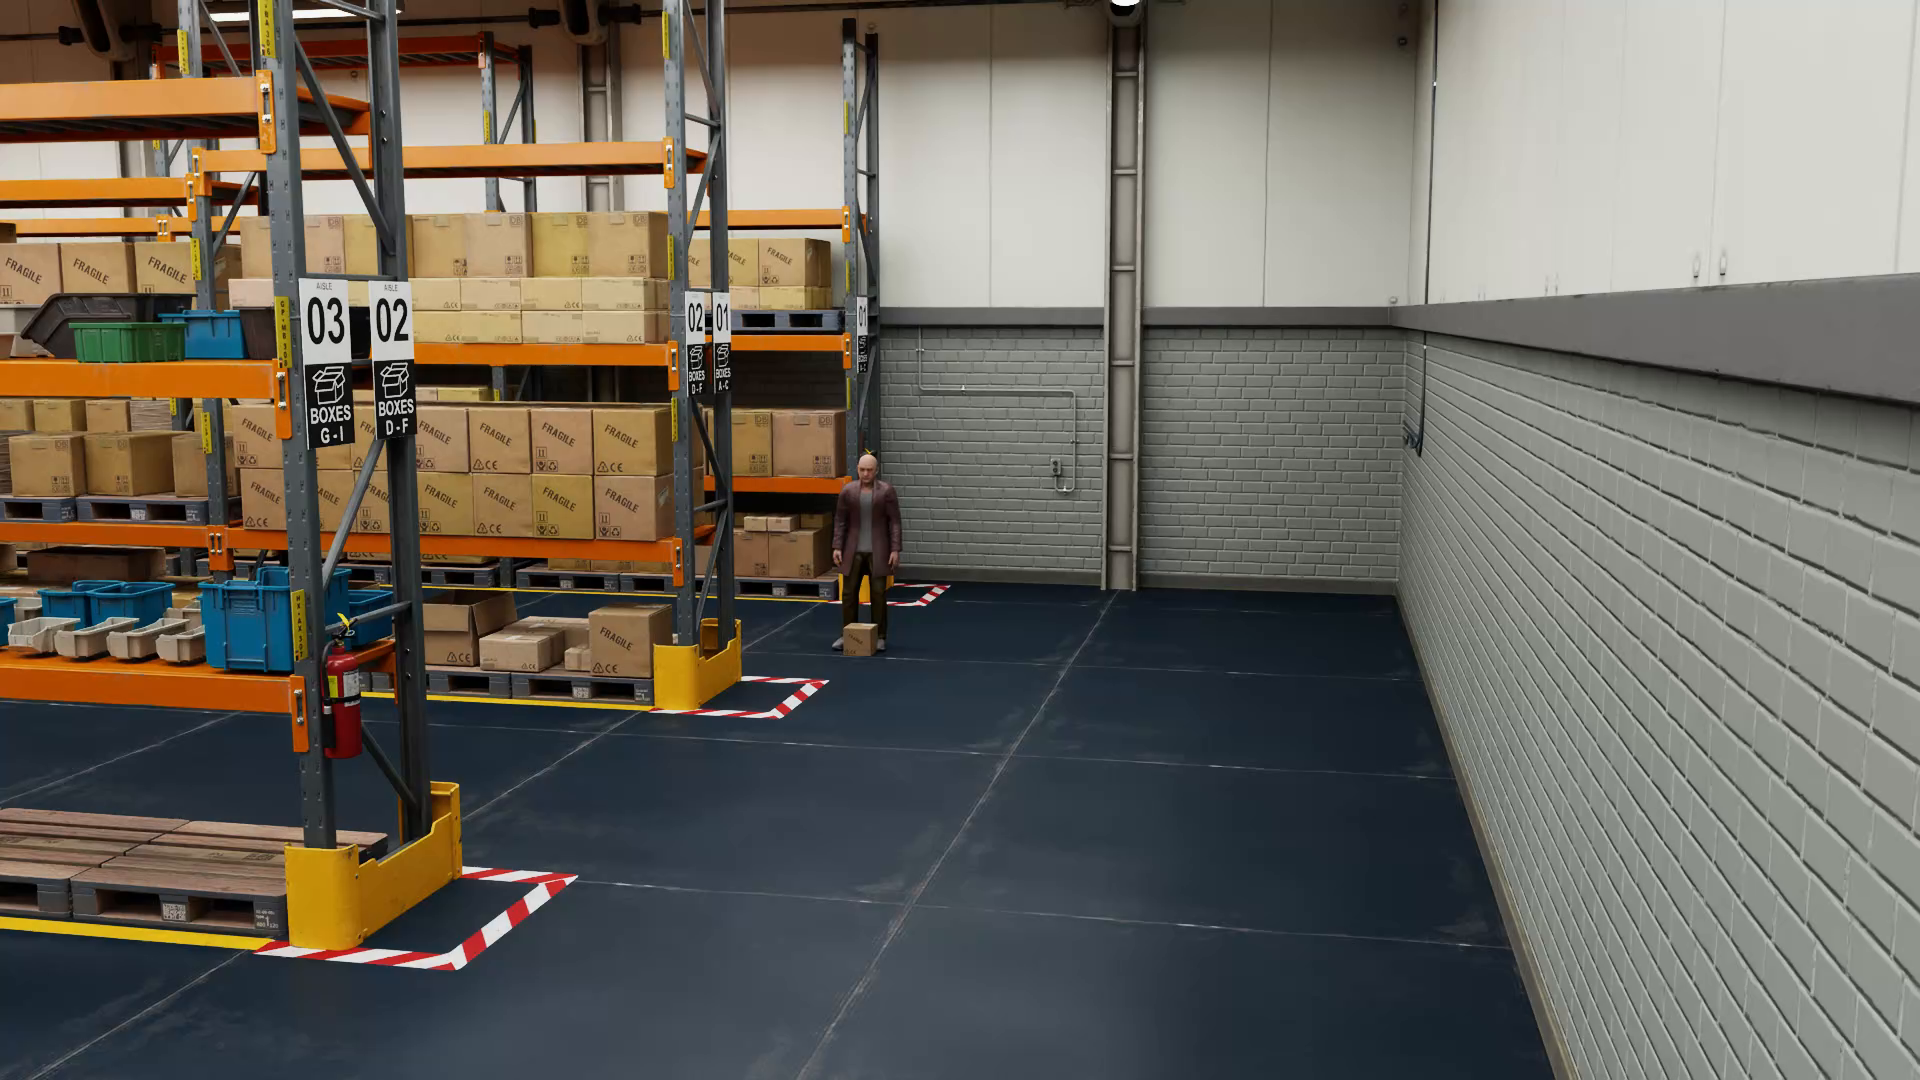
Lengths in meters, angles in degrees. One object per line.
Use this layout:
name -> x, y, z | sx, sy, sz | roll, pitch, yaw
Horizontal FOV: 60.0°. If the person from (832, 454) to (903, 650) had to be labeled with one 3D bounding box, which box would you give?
person -> -0.840, 0.107, 15.080 | 0.655, 1.775, 0.419 | 1, 8, 8
